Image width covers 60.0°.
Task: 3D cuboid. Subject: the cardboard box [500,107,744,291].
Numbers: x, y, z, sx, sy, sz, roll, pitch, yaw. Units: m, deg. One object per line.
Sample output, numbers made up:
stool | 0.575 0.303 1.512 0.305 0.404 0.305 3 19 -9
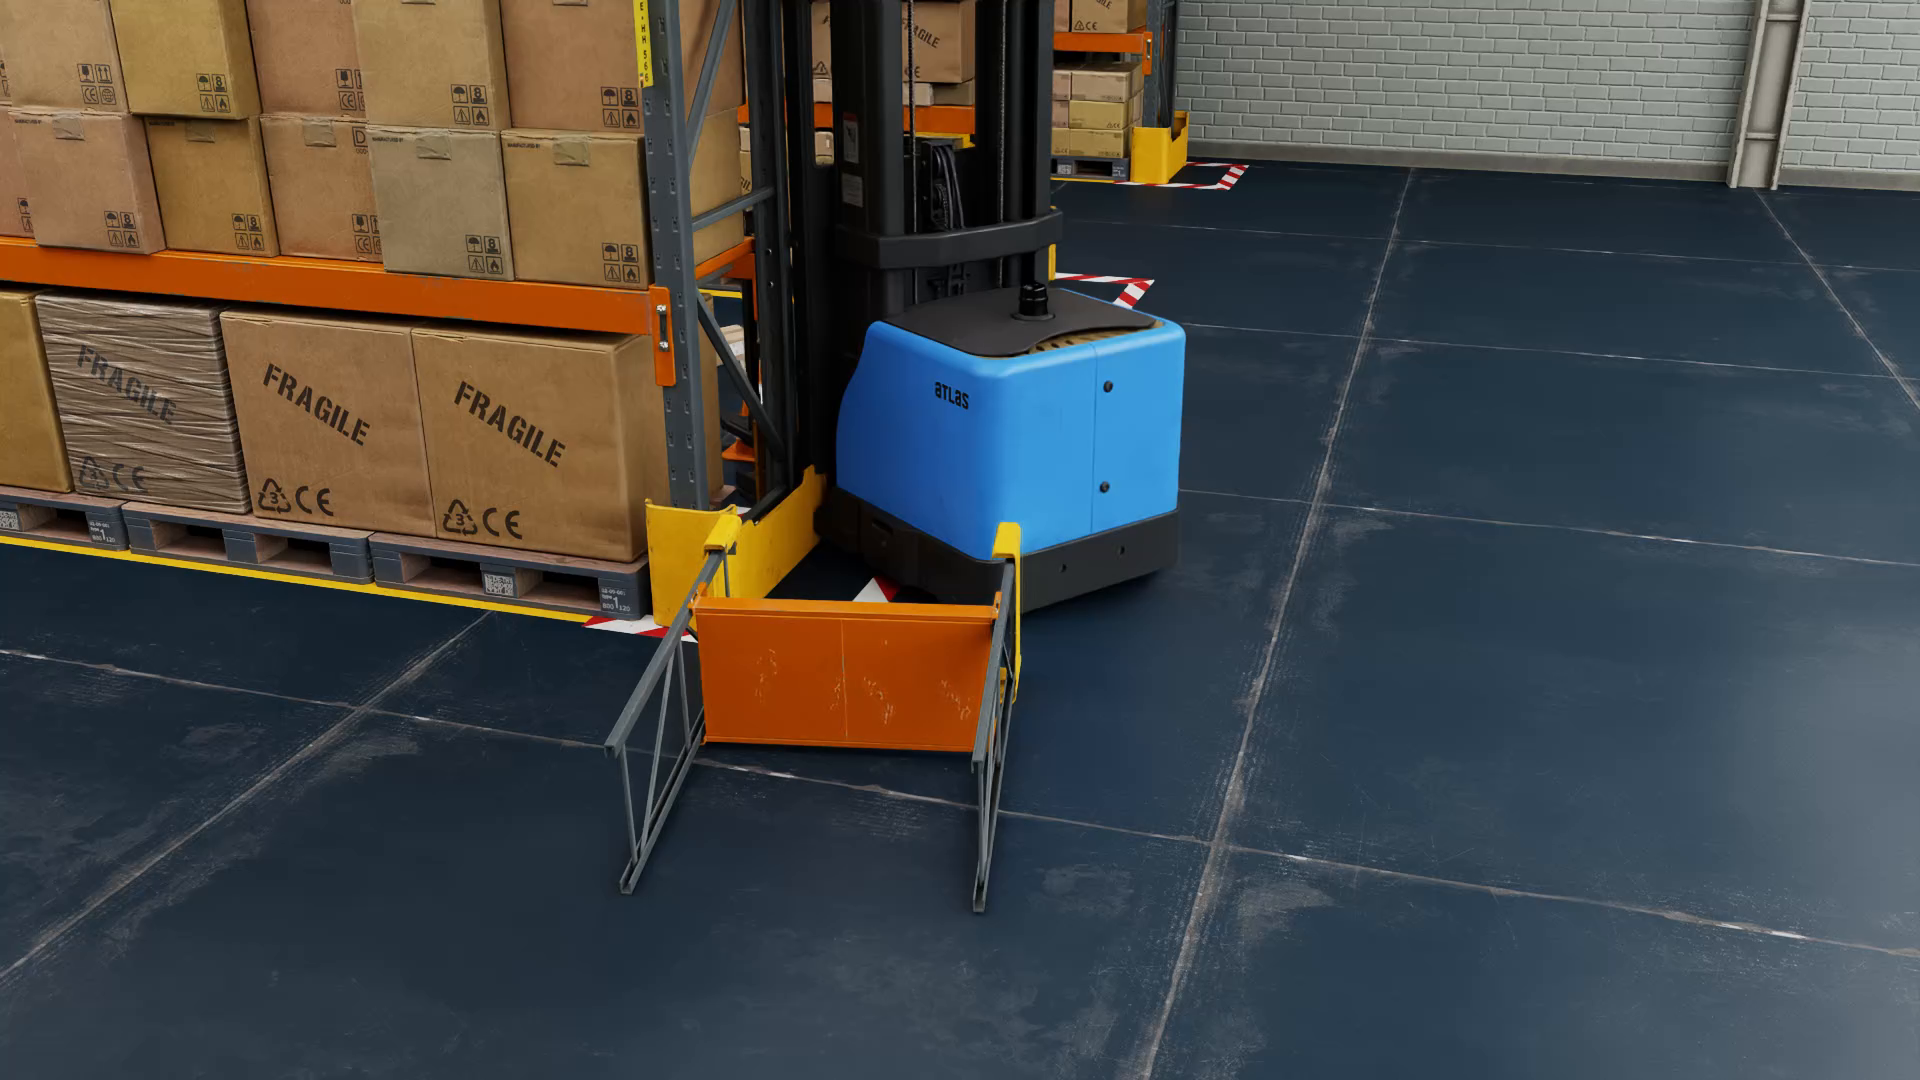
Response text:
cardboard box | -1.271 -1.347 6.405 0.550 0.550 0.875 7 23 16

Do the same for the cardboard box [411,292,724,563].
cardboard box | -1.571 -0.515 6.820 0.875 0.875 0.875 7 23 16

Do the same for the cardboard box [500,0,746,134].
cardboard box | -1.247 -1.877 6.274 0.550 0.550 0.875 7 23 16

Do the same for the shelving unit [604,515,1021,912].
shelving unit | -0.393 0.499 5.312 1.083 0.587 1.500 2 24 5

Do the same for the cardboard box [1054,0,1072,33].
cardboard box | 0.820 -4.932 15.210 0.500 0.500 0.500 7 23 17

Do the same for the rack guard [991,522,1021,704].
rack guard | 0.163 0.257 5.833 0.087 0.587 0.250 2 24 5

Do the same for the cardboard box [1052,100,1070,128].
cardboard box | 0.827 -4.019 15.527 0.500 0.250 0.500 6 23 15

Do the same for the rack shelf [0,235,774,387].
rack shelf | -2.817 -1.140 7.045 4.000 0.370 1.077 7 23 16

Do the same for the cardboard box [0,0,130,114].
cardboard box | -3.351 -2.081 6.770 0.550 0.550 0.875 7 23 16

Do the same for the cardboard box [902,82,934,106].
cardboard box | -0.264 -2.898 10.713 0.250 0.149 0.380 6 23 15

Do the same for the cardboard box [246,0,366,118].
cardboard box | -2.297 -2.015 6.609 0.550 0.550 0.875 7 23 16

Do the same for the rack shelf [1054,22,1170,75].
rack shelf | -0.054 -4.754 15.854 4.000 0.370 1.077 7 23 16

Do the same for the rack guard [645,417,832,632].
rack guard | -0.880 -0.095 6.842 0.348 0.500 1.175 7 23 16

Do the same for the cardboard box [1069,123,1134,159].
cardboard box | 1.320 -3.726 15.471 0.500 0.250 0.500 7 23 16

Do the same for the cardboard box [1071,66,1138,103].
cardboard box | 1.330 -4.189 15.282 0.500 0.250 0.500 7 23 17

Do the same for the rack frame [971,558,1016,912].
rack frame | 0.122 0.514 5.264 0.032 0.500 1.500 2 24 5

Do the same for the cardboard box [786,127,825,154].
cardboard box | -1.022 -2.670 11.054 0.250 0.149 0.380 7 23 16

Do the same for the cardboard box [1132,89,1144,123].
cardboard box | 1.471 -4.148 15.840 0.500 0.250 0.500 7 23 16

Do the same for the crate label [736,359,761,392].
crate label | -1.119 -0.940 9.382 0.298 0.136 0.250 -5 23 -12

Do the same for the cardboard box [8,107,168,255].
cardboard box | -3.359 -1.571 6.951 0.550 0.550 0.875 7 23 16

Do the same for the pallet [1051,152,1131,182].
pallet | 1.117 -3.646 15.880 1.213 0.211 1.003 7 23 16

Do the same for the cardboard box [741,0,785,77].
cardboard box | -1.125 -3.319 10.886 0.500 0.500 0.500 6 23 15

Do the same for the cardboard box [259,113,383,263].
cardboard box | -2.304 -1.507 6.793 0.550 0.550 0.875 7 23 16

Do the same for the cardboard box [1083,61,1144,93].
cardboard box | 1.455 -4.373 15.732 0.500 0.250 0.500 6 23 15

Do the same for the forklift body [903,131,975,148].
forklift body | -0.482 -4.020 14.235 1.214 2.155 2.313 7 23 16

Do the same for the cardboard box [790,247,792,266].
cardboard box | -0.915 -2.036 11.351 0.500 0.250 0.500 7 23 16

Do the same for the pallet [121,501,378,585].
pallet | -2.855 -0.157 7.375 1.213 0.211 1.003 7 23 15

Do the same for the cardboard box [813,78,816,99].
cardboard box | -0.963 -3.030 11.036 0.250 0.149 0.380 7 23 16

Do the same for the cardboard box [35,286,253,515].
cardboard box | -3.286 -0.712 7.299 0.875 0.875 0.875 7 23 16

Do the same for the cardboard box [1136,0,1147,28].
cardboard box | 1.467 -5.069 15.542 0.500 0.500 0.500 7 23 17

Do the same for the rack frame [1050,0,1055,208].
rack frame | 0.431 -3.063 10.785 0.127 3.000 1.000 7 23 16

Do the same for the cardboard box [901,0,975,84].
cardboard box | -0.169 -3.207 10.611 0.500 0.500 0.500 6 23 15

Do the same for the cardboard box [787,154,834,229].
cardboard box | -0.912 -2.381 11.205 0.500 0.500 0.500 7 23 17

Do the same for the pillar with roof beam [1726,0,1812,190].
pillar with roof beam | 5.955 -5.825 9.612 0.400 9.000 9.100 7 23 16

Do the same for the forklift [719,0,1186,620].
forklift | -0.373 -1.549 7.183 1.130 2.935 3.031 -15 27 -33

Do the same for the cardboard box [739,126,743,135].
cardboard box | -1.779 -2.693 11.964 0.500 0.500 0.500 8 24 18

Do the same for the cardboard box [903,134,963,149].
cardboard box | -0.285 -2.524 11.552 0.500 0.500 0.500 6 23 14

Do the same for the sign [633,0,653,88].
sign | -1.073 -1.703 5.632 0.005 0.325 0.100 7 23 16

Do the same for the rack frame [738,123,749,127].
rack frame | -1.969 -5.306 16.252 0.127 3.000 1.000 7 23 16
